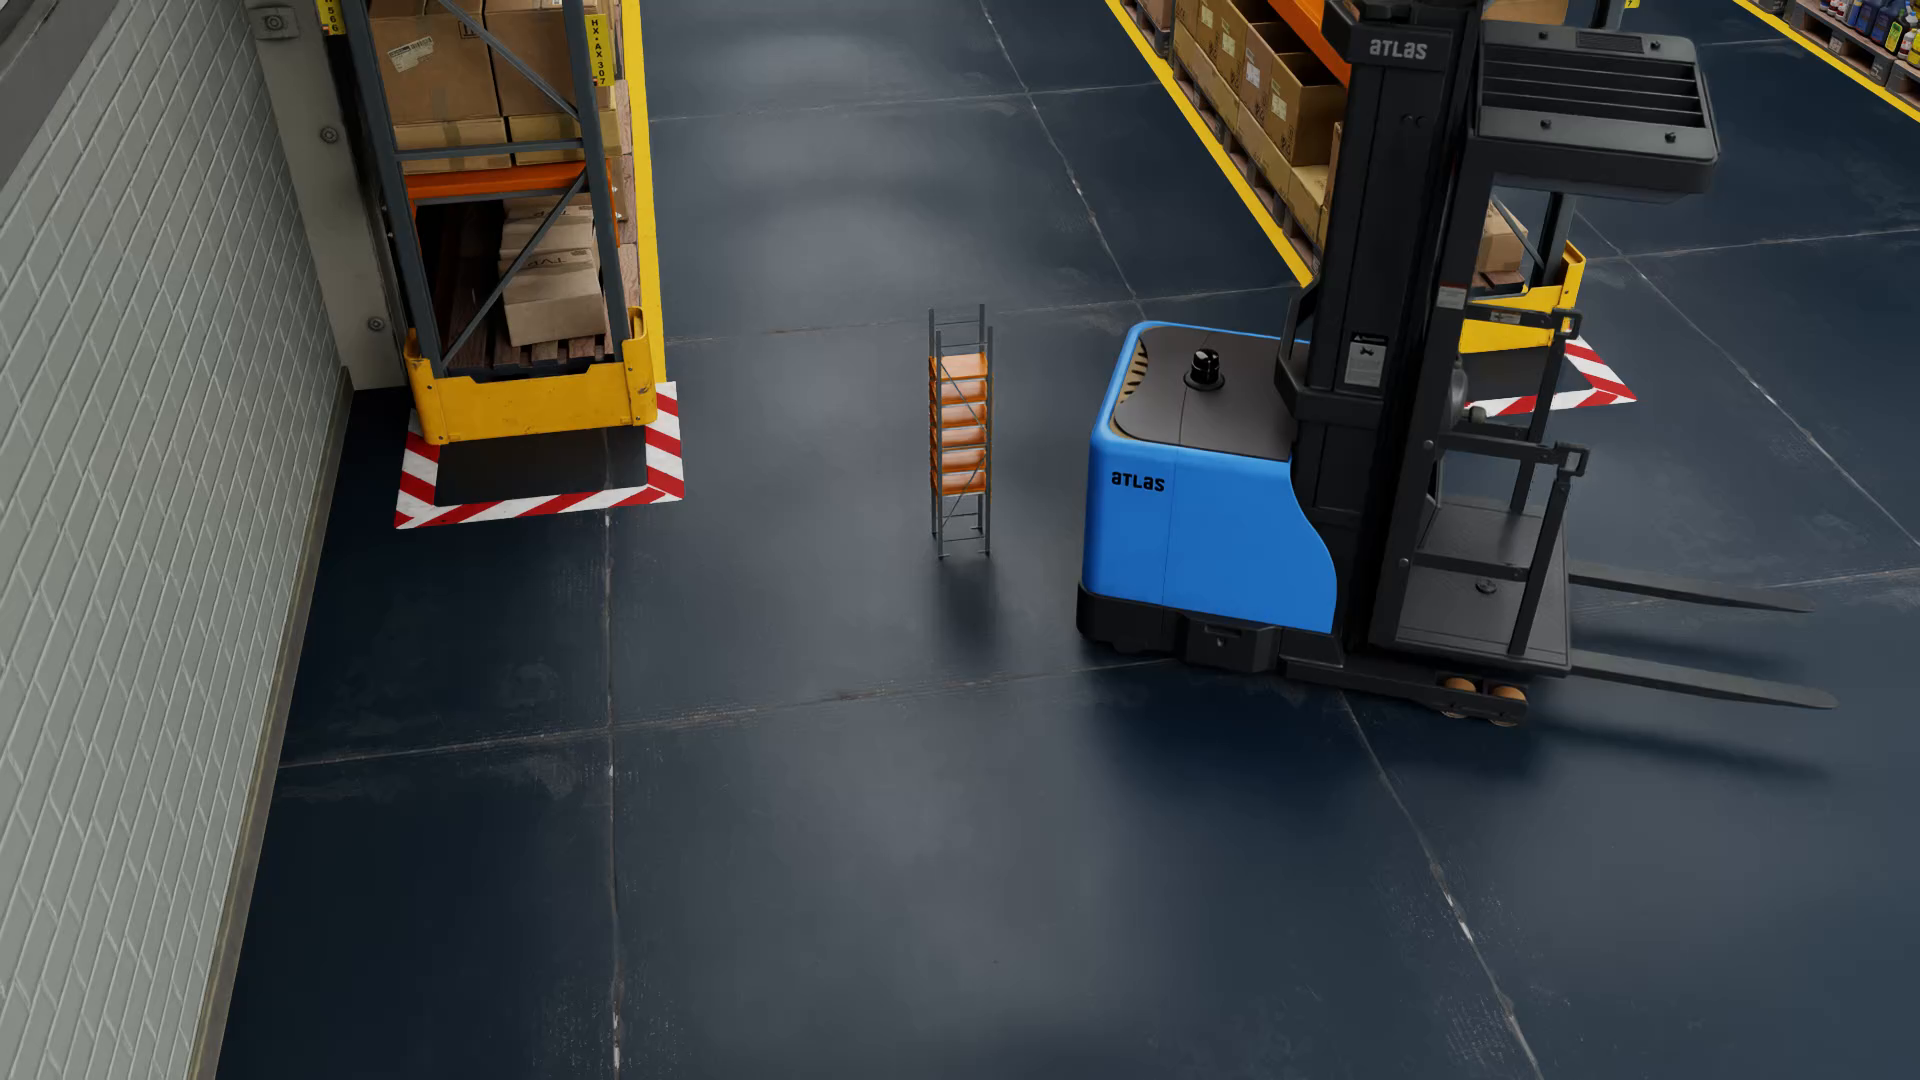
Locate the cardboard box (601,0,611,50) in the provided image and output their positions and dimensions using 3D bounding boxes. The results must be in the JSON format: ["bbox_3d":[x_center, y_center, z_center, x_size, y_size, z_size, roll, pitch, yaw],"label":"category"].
[{"bbox_3d":[-2.005,-2.642,8.201,0.500,0.500,0.500,-6,38,-8],"label":"cardboard box"}]

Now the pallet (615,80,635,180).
[{"bbox_3d":[-2.689,-2.690,11.040,1.003,0.211,1.213,-6,38,-8],"label":"pallet"}]

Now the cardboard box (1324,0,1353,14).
[{"bbox_3d":[2.488,-3.252,9.410,0.700,0.500,0.500,-6,38,-8],"label":"cardboard box"}]

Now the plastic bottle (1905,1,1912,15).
[{"bbox_3d":[6.789,-3.748,11.995,0.097,0.271,0.097,0,38,0],"label":"plastic bottle"}]

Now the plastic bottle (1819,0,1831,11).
[{"bbox_3d":[6.536,-4.115,12.467,0.097,0.271,0.097,0,38,0],"label":"plastic bottle"}]

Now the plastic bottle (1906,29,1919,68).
[{"bbox_3d":[6.752,-3.483,11.589,0.144,0.351,0.185,-7,38,-8],"label":"plastic bottle"}]

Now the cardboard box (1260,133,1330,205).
[{"bbox_3d":[2.162,-2.287,10.147,0.500,0.250,0.500,-6,38,-8],"label":"cardboard box"}]

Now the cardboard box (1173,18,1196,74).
[{"bbox_3d":[1.817,-3.495,11.703,0.500,0.250,0.500,-6,38,-8],"label":"cardboard box"}]

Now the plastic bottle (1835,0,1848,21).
[{"bbox_3d":[6.572,-3.965,12.331,0.097,0.201,0.097,0,38,0],"label":"plastic bottle"}]

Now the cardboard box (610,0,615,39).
[{"bbox_3d":[-2.188,-2.981,9.247,0.500,0.250,0.500,-6,38,-8],"label":"cardboard box"}]

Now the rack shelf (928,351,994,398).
[{"bbox_3d":[0.003,-0.714,7.177,0.258,0.103,0.180,-6,38,-8],"label":"rack shelf"}]

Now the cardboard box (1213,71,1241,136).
[{"bbox_3d":[1.983,-2.890,10.924,0.500,0.250,0.500,-6,38,-8],"label":"cardboard box"}]

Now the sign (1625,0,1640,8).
[{"bbox_3d":[3.283,-2.741,8.063,0.100,0.325,0.005,-6,38,-8],"label":"sign"}]

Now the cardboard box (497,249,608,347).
[{"bbox_3d":[-2.173,-1.316,8.833,0.500,0.311,0.500,-10,39,-13],"label":"cardboard box"}]

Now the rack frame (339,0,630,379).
[{"bbox_3d":[-2.141,-1.777,7.592,1.000,3.000,0.127,-6,38,-8],"label":"rack frame"}]

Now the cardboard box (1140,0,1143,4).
[{"bbox_3d":[1.590,-4.333,12.781,0.500,0.250,0.500,-7,38,-9],"label":"cardboard box"}]

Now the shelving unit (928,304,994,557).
[{"bbox_3d":[0.003,-0.465,7.371,0.258,1.200,0.189,-6,38,-8],"label":"shelving unit"}]

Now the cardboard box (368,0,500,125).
[{"bbox_3d":[-2.432,-2.284,7.739,0.500,0.500,0.500,-7,38,-8],"label":"cardboard box"}]

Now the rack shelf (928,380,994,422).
[{"bbox_3d":[0.003,-0.620,7.251,0.258,0.103,0.180,-6,38,-8],"label":"rack shelf"}]

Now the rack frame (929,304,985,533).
[{"bbox_3d":[-0.013,-0.520,7.442,0.240,1.200,0.006,-6,38,-8],"label":"rack frame"}]

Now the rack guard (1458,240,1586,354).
[{"bbox_3d":[2.740,-1.310,9.029,1.175,0.500,0.348,-6,38,-8],"label":"rack guard"}]

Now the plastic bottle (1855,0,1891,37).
[{"bbox_3d":[6.645,-3.854,12.066,0.144,0.351,0.185,-5,38,-7],"label":"plastic bottle"}]

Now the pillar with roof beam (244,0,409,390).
[{"bbox_3d":[1.123,-4.939,6.772,9.100,9.000,0.400,-6,38,-8],"label":"pillar with roof beam"}]

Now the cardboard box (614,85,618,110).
[{"bbox_3d":[-2.019,-2.367,8.457,0.500,0.250,0.500,-7,38,-9],"label":"cardboard box"}]

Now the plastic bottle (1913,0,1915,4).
[{"bbox_3d":[7.282,-4.142,12.558,0.097,0.201,0.097,0,38,0],"label":"plastic bottle"}]

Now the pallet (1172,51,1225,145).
[{"bbox_3d":[2.133,-3.142,11.622,1.003,0.211,1.213,-6,38,-8],"label":"pallet"}]

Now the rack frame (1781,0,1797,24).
[{"bbox_3d":[6.912,-5.259,12.074,1.000,3.000,0.127,-6,38,-8],"label":"rack frame"}]

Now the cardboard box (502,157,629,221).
[{"bbox_3d":[-2.353,-2.184,9.795,0.700,0.500,0.500,-9,39,-11],"label":"cardboard box"}]

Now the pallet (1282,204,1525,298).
[{"bbox_3d":[2.561,-1.668,9.725,1.003,0.211,1.213,-6,38,-8],"label":"pallet"}]

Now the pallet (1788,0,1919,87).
[{"bbox_3d":[6.989,-3.747,12.401,1.003,0.211,1.213,-6,38,-8],"label":"pallet"}]

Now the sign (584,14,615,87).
[{"bbox_3d":[-1.606,-2.177,7.402,0.100,0.325,0.005,-6,38,-8],"label":"sign"}]

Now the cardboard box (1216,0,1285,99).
[{"bbox_3d":[1.983,-3.186,10.694,0.500,0.500,0.500,-6,38,-8],"label":"cardboard box"}]

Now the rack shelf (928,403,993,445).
[{"bbox_3d":[0.003,-0.525,7.324,0.258,0.103,0.180,-6,38,-8],"label":"rack shelf"}]

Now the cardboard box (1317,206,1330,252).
[{"bbox_3d":[2.351,-1.684,9.372,0.500,0.250,0.500,-6,38,-8],"label":"cardboard box"}]

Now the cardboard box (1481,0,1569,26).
[{"bbox_3d":[2.667,-2.635,8.615,0.700,0.500,0.500,-6,38,-8],"label":"cardboard box"}]

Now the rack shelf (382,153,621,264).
[{"bbox_3d":[-2.491,-2.701,9.368,1.077,0.370,4.000,-6,38,-8],"label":"rack shelf"}]

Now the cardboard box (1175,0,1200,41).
[{"bbox_3d":[1.808,-3.790,11.472,0.500,0.500,0.500,-6,38,-8],"label":"cardboard box"}]

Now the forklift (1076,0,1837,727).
[{"bbox_3d":[2.074,-0.761,6.341,3.031,2.935,1.130,9,39,12],"label":"forklift"}]

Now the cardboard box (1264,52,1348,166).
[{"bbox_3d":[2.159,-2.582,9.917,0.500,0.500,0.500,-6,38,-8],"label":"cardboard box"}]

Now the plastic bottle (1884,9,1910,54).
[{"bbox_3d":[6.666,-3.609,11.806,0.061,0.283,0.133,-5,38,-6],"label":"plastic bottle"}]

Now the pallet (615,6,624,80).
[{"bbox_3d":[-2.980,-3.562,12.163,1.003,0.211,1.213,-6,38,-8],"label":"pallet"}]
